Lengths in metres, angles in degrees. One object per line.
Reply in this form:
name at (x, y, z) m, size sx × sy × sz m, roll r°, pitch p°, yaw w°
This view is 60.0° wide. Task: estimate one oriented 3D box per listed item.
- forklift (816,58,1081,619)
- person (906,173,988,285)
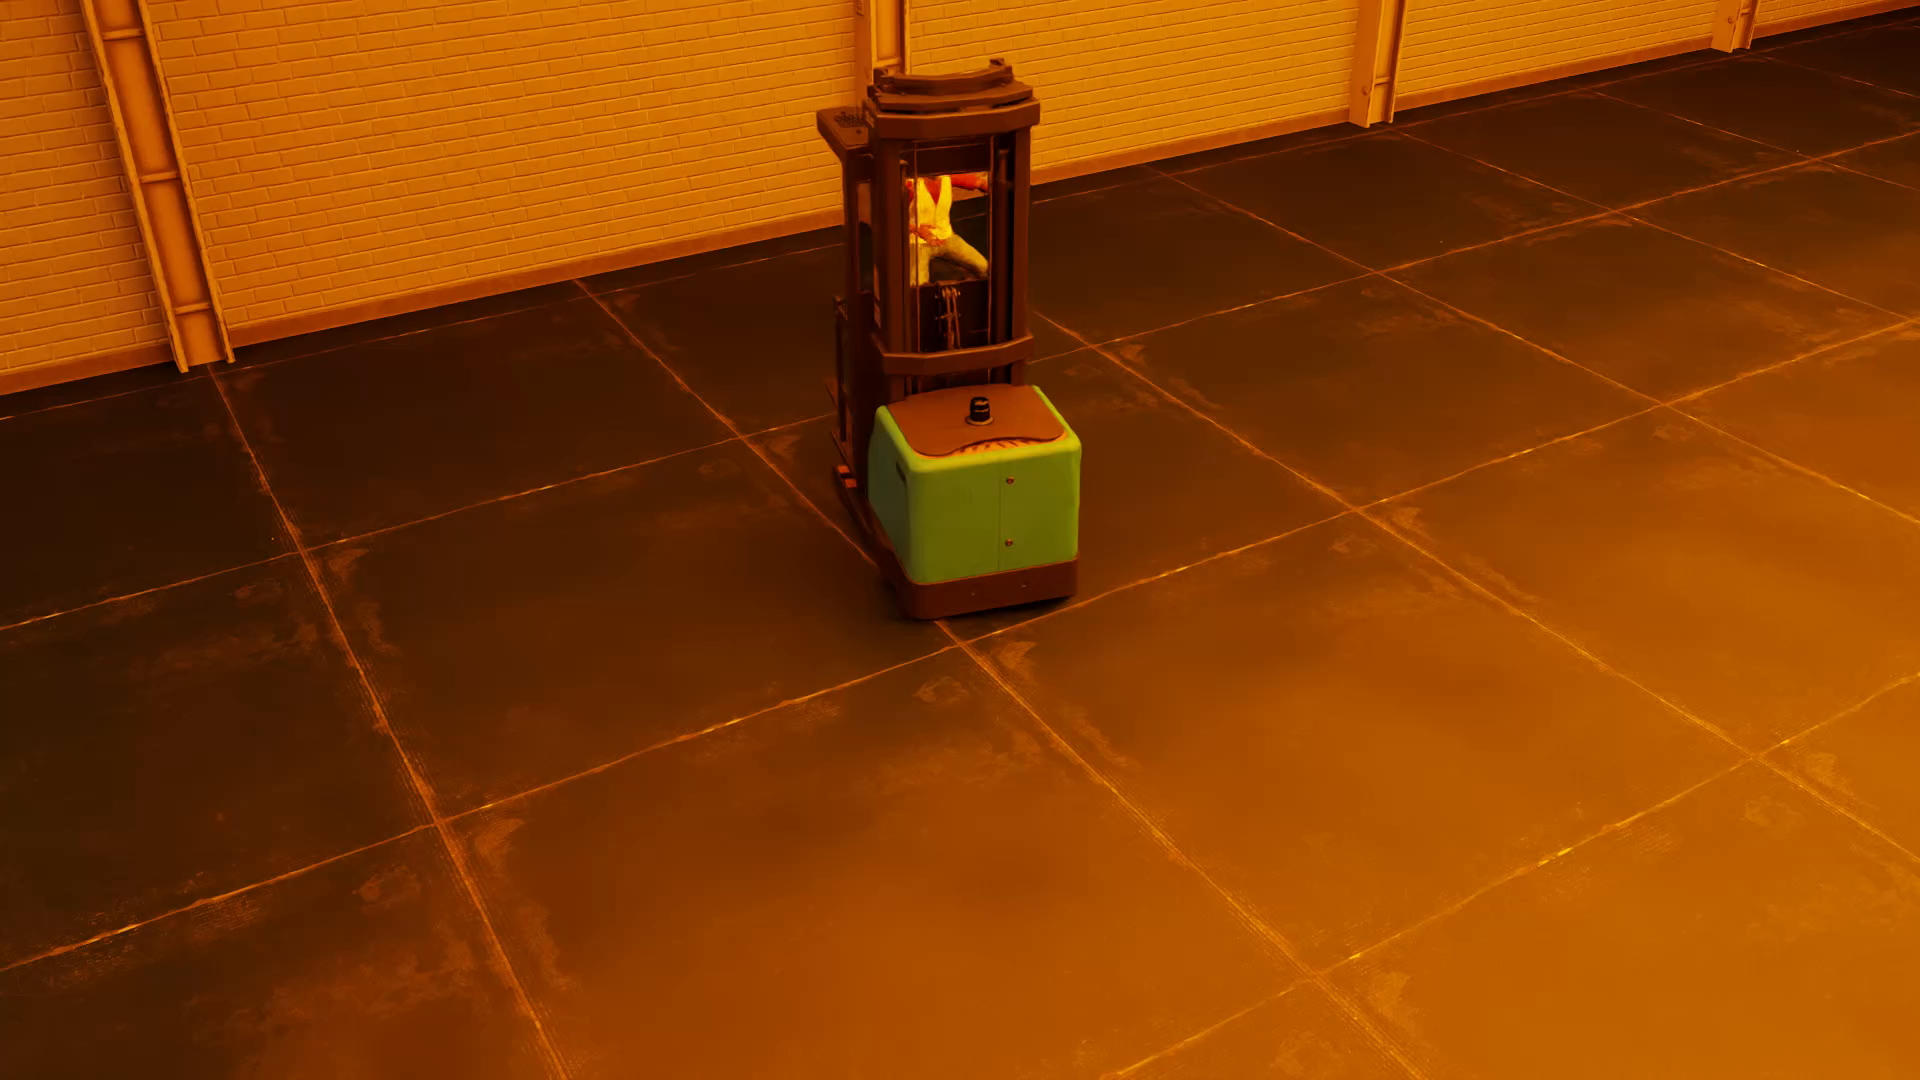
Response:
forklift at (-0.216, -1.545, 10.228) m, size 1.130 × 2.935 × 3.031 m, roll -9°, pitch 32°, yaw -15°
person at (-0.101, -2.343, 12.914) m, size 1.312 × 1.539 × 0.724 m, roll -20°, pitch 36°, yaw -29°
